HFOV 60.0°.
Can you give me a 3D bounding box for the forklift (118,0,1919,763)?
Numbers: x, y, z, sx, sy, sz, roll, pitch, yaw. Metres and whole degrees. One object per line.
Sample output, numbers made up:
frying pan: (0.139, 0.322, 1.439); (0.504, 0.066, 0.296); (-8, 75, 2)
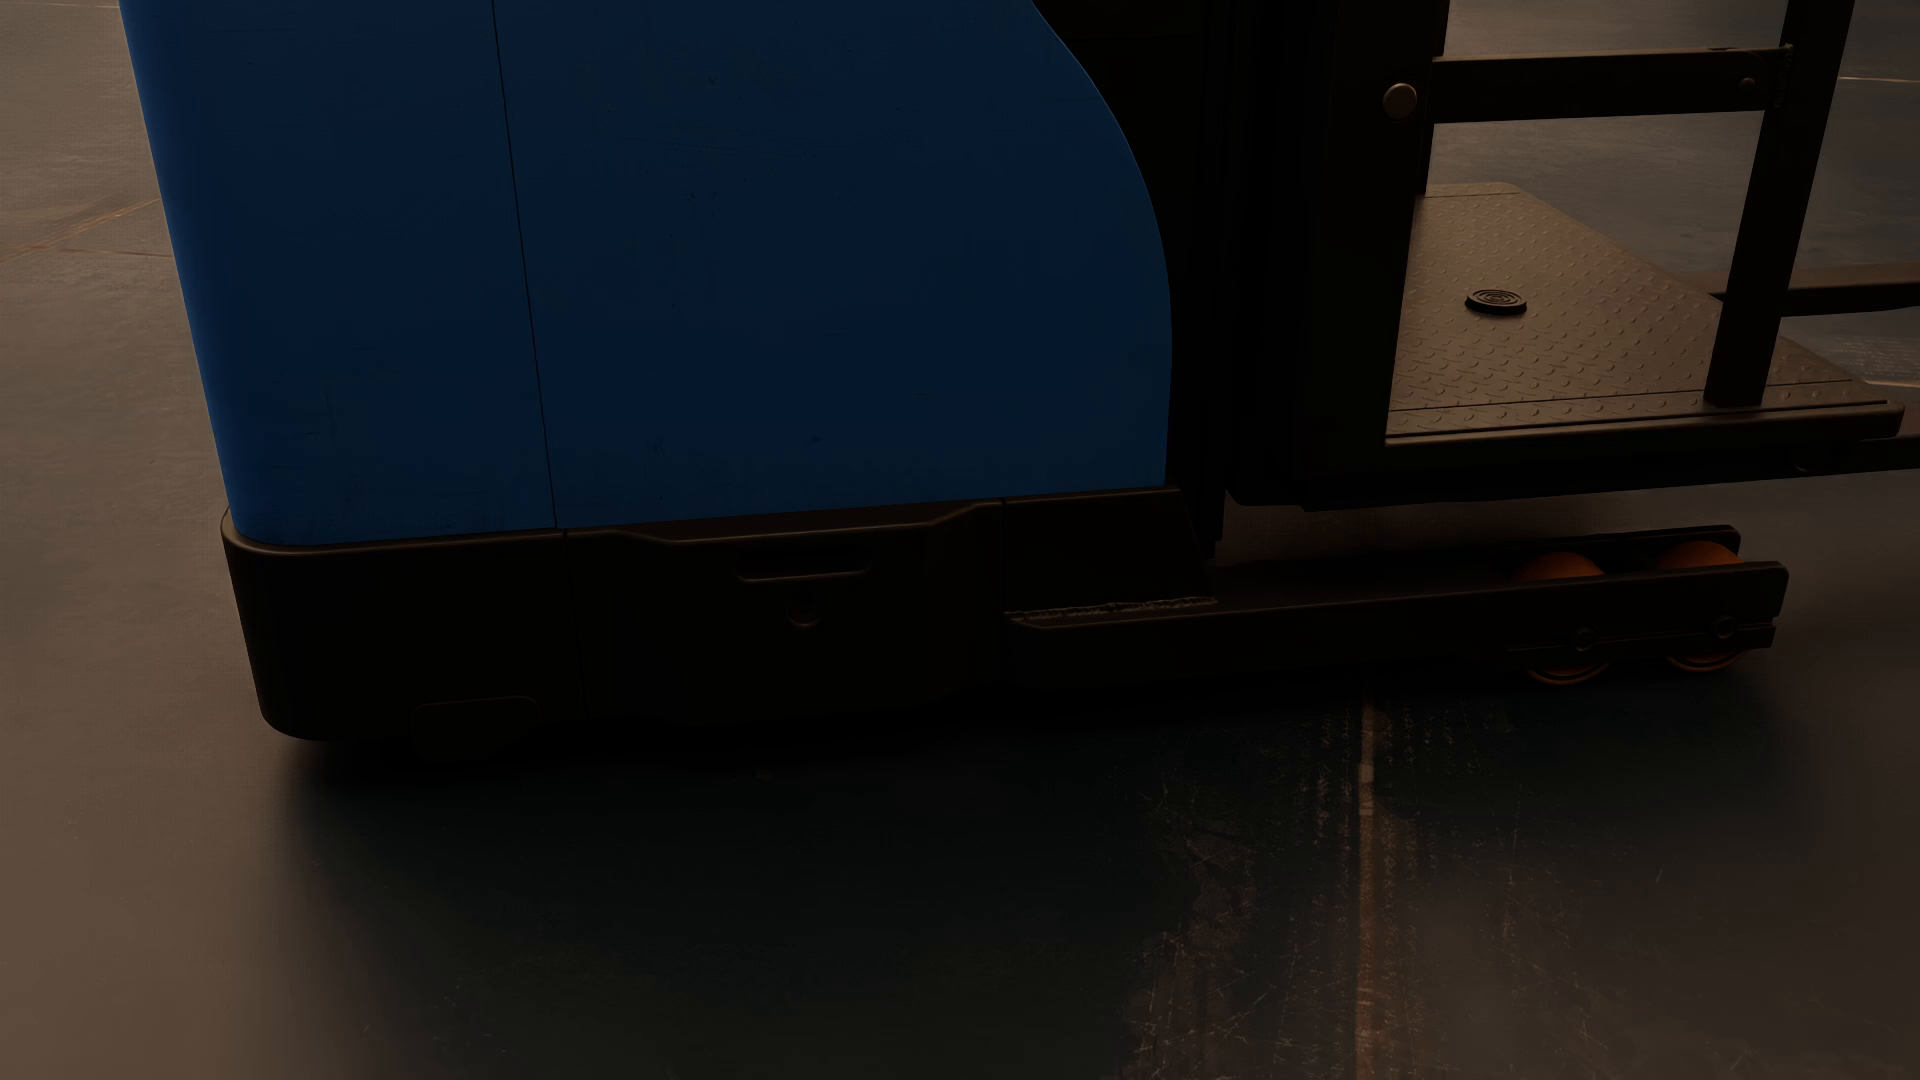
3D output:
forklift: (0.600, -1.354, 1.930); (3.031, 2.935, 1.130); (-4, 27, -9)
